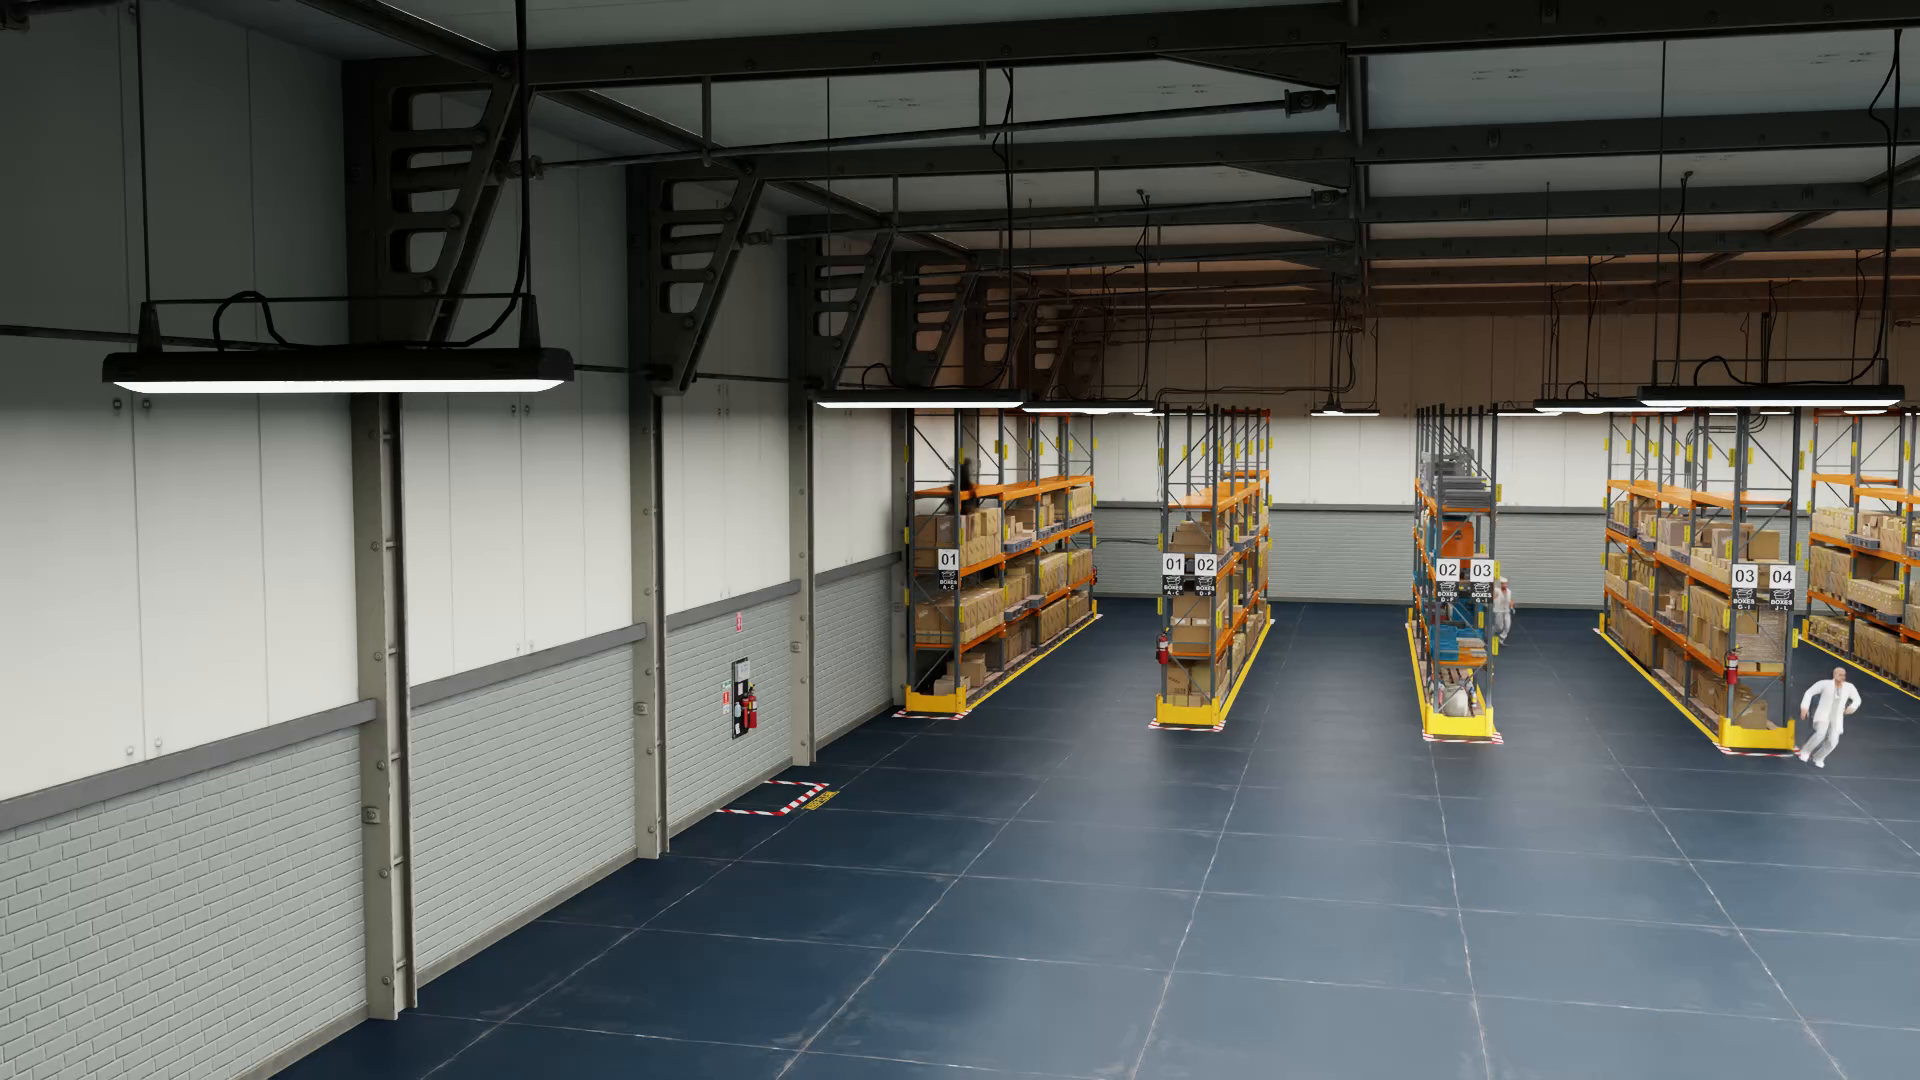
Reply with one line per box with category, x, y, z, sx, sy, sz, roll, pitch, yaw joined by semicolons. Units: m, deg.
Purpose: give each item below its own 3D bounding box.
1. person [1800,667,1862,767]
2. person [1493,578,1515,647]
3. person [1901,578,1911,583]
person;14.316;2.933;27.354;0.938;1.695;0.623;0;4;3
person;13.634;1.815;41.876;0.659;1.725;0.642;-1;4;-7
person;23.822;1.812;41.853;0.716;1.749;0.941;1;4;10
